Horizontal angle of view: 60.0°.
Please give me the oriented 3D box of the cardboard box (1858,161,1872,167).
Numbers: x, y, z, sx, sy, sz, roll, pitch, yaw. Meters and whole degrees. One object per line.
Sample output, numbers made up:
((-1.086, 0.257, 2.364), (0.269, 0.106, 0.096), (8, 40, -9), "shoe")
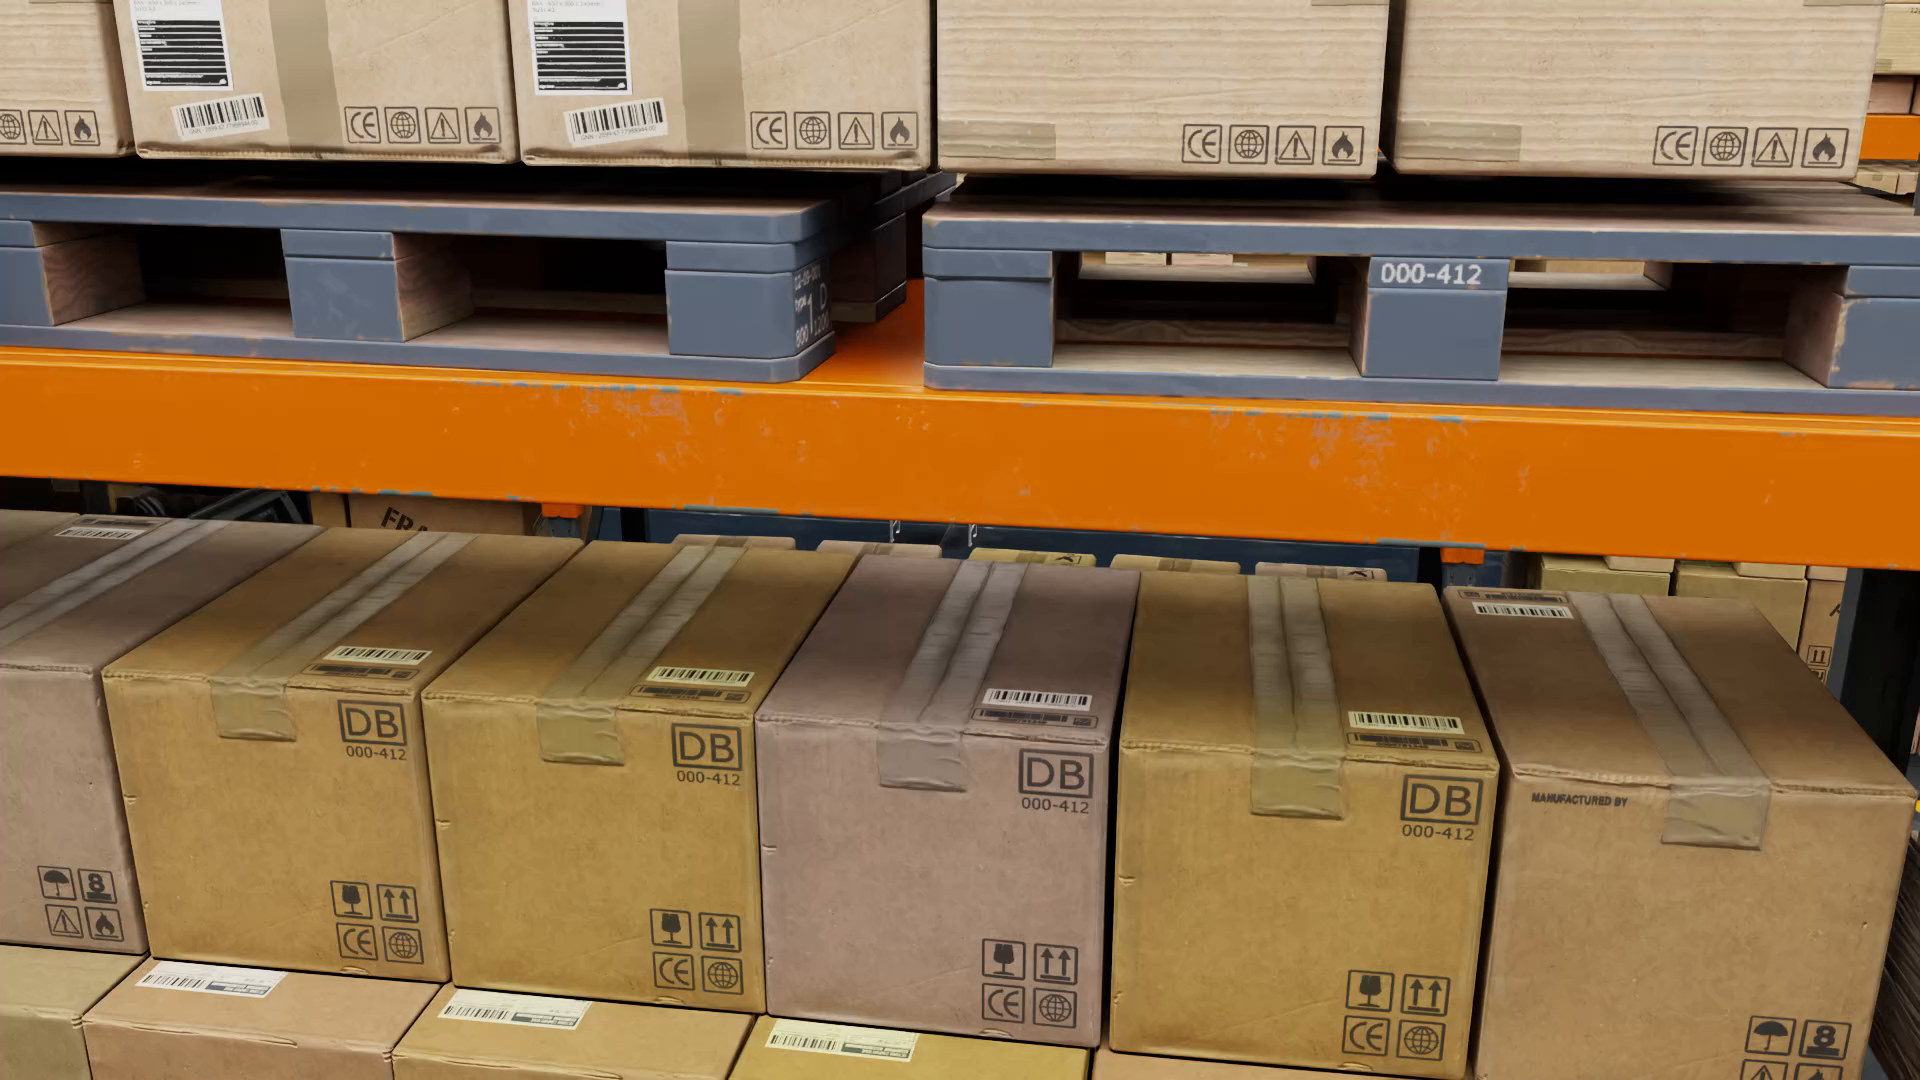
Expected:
((6.117, -2.544, 11.532), (0.250, 0.149, 0.380), (3, 19, 10), "cardboard box")

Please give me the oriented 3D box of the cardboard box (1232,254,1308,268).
((1.215, -0.942, 7.101), (0.500, 0.500, 0.500), (3, 19, 9), "cardboard box")

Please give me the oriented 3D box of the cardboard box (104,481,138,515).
((-4.183, -0.123, 8.630), (0.875, 0.875, 0.875), (3, 19, 10), "cardboard box")

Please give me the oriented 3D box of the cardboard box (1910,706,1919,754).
((3.790, 0.690, 7.184), (0.500, 0.250, 0.500), (3, 19, 8), "cardboard box")

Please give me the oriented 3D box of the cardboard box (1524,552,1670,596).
((2.737, 0.285, 7.212), (0.500, 0.500, 0.500), (4, 19, 11), "cardboard box")

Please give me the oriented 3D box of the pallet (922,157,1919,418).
((0.599, -0.385, 2.299), (1.217, 0.209, 0.805), (2, 19, 6), "pallet")

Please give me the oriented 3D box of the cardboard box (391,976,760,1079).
((-0.545, 0.912, 2.692), (0.500, 0.500, 0.500), (3, 19, 8), "cardboard box")

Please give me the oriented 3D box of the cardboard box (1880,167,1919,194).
((6.295, -2.383, 11.048), (0.250, 0.149, 0.380), (3, 19, 9), "cardboard box")

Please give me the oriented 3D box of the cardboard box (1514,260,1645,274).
((2.597, -1.151, 6.812), (0.500, 0.500, 0.700), (3, 19, 8), "cardboard box")

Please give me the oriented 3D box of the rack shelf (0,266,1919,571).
((-0.463, -0.204, 2.592), (4.000, 0.370, 1.077), (3, 19, 9), "rack shelf")

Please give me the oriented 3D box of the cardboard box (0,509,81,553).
((-1.996, 0.281, 3.003), (0.500, 0.500, 0.700), (3, 19, 8), "cardboard box")

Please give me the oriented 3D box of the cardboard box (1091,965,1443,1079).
((0.455, 0.963, 2.542), (0.500, 0.500, 0.500), (3, 19, 8), "cardboard box")

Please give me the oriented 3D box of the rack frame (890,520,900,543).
((-0.404, -0.590, 10.174), (0.015, 1.200, 0.240), (3, 19, 9), "rack frame")

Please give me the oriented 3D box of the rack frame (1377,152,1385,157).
((2.981, -2.133, 11.951), (0.127, 3.000, 1.000), (3, 19, 9), "rack frame")

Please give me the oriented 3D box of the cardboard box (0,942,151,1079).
((-1.535, 0.861, 2.845), (0.500, 0.500, 0.500), (3, 19, 8), "cardboard box")

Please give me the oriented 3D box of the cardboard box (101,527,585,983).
((-0.989, 0.331, 2.854), (0.500, 0.500, 0.700), (3, 19, 8), "cardboard box")

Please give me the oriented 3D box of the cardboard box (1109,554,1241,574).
((0.969, 0.408, 7.835), (0.625, 0.372, 0.950), (4, 19, 12), "cardboard box")

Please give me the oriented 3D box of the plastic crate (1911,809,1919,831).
((3.617, 1.142, 6.763), (0.583, 0.080, 0.402), (-3, 19, -10), "plastic crate")

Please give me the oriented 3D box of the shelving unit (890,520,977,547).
((-0.163, -0.577, 10.138), (0.503, 1.200, 0.258), (3, 19, 9), "shelving unit")

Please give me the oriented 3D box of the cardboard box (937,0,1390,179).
((0.258, -0.613, 2.098), (0.500, 0.250, 0.500), (3, 19, 8), "cardboard box")

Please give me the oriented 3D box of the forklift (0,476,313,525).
((-2.231, 0.092, 5.408), (3.031, 2.935, 1.130), (4, 19, 11), "forklift")

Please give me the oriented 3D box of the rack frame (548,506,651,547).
((-1.752, -0.779, 7.905), (0.127, 3.000, 1.000), (3, 19, 9), "rack frame")

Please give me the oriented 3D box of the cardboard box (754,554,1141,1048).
((0.014, 0.382, 2.700), (0.500, 0.500, 0.700), (3, 19, 9), "cardboard box")

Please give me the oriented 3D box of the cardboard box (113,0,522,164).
((-0.756, -0.694, 2.243), (0.500, 0.311, 0.500), (3, 19, 8), "cardboard box")

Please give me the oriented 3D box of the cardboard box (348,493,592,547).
((-2.421, -0.032, 8.357), (0.875, 0.875, 0.875), (3, 19, 8), "cardboard box")

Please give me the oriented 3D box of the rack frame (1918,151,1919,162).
((1.512, -1.867, 1.701), (0.127, 3.000, 1.000), (3, 19, 9), "rack frame")

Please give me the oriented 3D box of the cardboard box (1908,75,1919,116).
((3.725, -1.696, 6.314), (0.250, 0.149, 0.380), (3, 19, 8), "cardboard box")

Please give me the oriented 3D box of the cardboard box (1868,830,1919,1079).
((1.878, 0.922, 2.585), (0.550, 0.550, 0.875), (3, 19, 9), "cardboard box")

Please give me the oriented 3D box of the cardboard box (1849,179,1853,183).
((5.798, -2.423, 11.169), (0.250, 0.149, 0.380), (3, 19, 9), "cardboard box")

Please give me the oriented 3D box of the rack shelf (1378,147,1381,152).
((0.223, -1.760, 7.242), (4.000, 0.370, 1.077), (3, 19, 9), "rack shelf")

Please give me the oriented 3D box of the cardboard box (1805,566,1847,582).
((3.625, 0.041, 6.921), (0.250, 0.149, 0.380), (4, 19, 12), "cardboard box")

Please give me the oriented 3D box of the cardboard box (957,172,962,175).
((-0.093, -2.726, 12.544), (0.250, 0.149, 0.380), (3, 19, 9), "cardboard box")

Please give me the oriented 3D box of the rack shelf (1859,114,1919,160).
((4.172, -1.559, 6.641), (4.000, 0.370, 1.077), (3, 19, 9), "rack shelf")

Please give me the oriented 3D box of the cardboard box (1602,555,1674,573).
((2.851, 0.003, 7.034), (0.250, 0.149, 0.380), (3, 19, 9), "cardboard box")

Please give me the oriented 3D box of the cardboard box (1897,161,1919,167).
((6.633, -2.512, 11.434), (0.250, 0.149, 0.380), (3, 19, 8), "cardboard box")

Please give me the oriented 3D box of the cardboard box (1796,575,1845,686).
((3.779, 0.335, 7.063), (0.500, 0.500, 0.500), (4, 19, 12), "cardboard box")

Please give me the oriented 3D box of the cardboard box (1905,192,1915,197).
((4.119, -1.086, 6.621), (0.500, 0.500, 0.700), (3, 19, 8), "cardboard box")

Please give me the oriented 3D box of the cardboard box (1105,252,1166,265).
((0.749, -1.263, 7.039), (0.250, 0.149, 0.380), (2, 19, 6), "cardboard box")

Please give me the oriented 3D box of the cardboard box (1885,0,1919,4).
((3.485, -2.103, 6.273), (0.250, 0.149, 0.380), (2, 19, 7), "cardboard box")

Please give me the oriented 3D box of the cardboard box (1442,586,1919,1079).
((1.021, 0.433, 2.548), (0.500, 0.500, 0.700), (3, 19, 8), "cardboard box")

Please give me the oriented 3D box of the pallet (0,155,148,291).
((-1.793, -0.541, 2.762), (1.003, 0.211, 1.213), (4, 19, 11), "pallet")

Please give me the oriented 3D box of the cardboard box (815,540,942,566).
((-0.466, 0.334, 8.057), (0.625, 0.372, 0.950), (3, 19, 8), "cardboard box")
